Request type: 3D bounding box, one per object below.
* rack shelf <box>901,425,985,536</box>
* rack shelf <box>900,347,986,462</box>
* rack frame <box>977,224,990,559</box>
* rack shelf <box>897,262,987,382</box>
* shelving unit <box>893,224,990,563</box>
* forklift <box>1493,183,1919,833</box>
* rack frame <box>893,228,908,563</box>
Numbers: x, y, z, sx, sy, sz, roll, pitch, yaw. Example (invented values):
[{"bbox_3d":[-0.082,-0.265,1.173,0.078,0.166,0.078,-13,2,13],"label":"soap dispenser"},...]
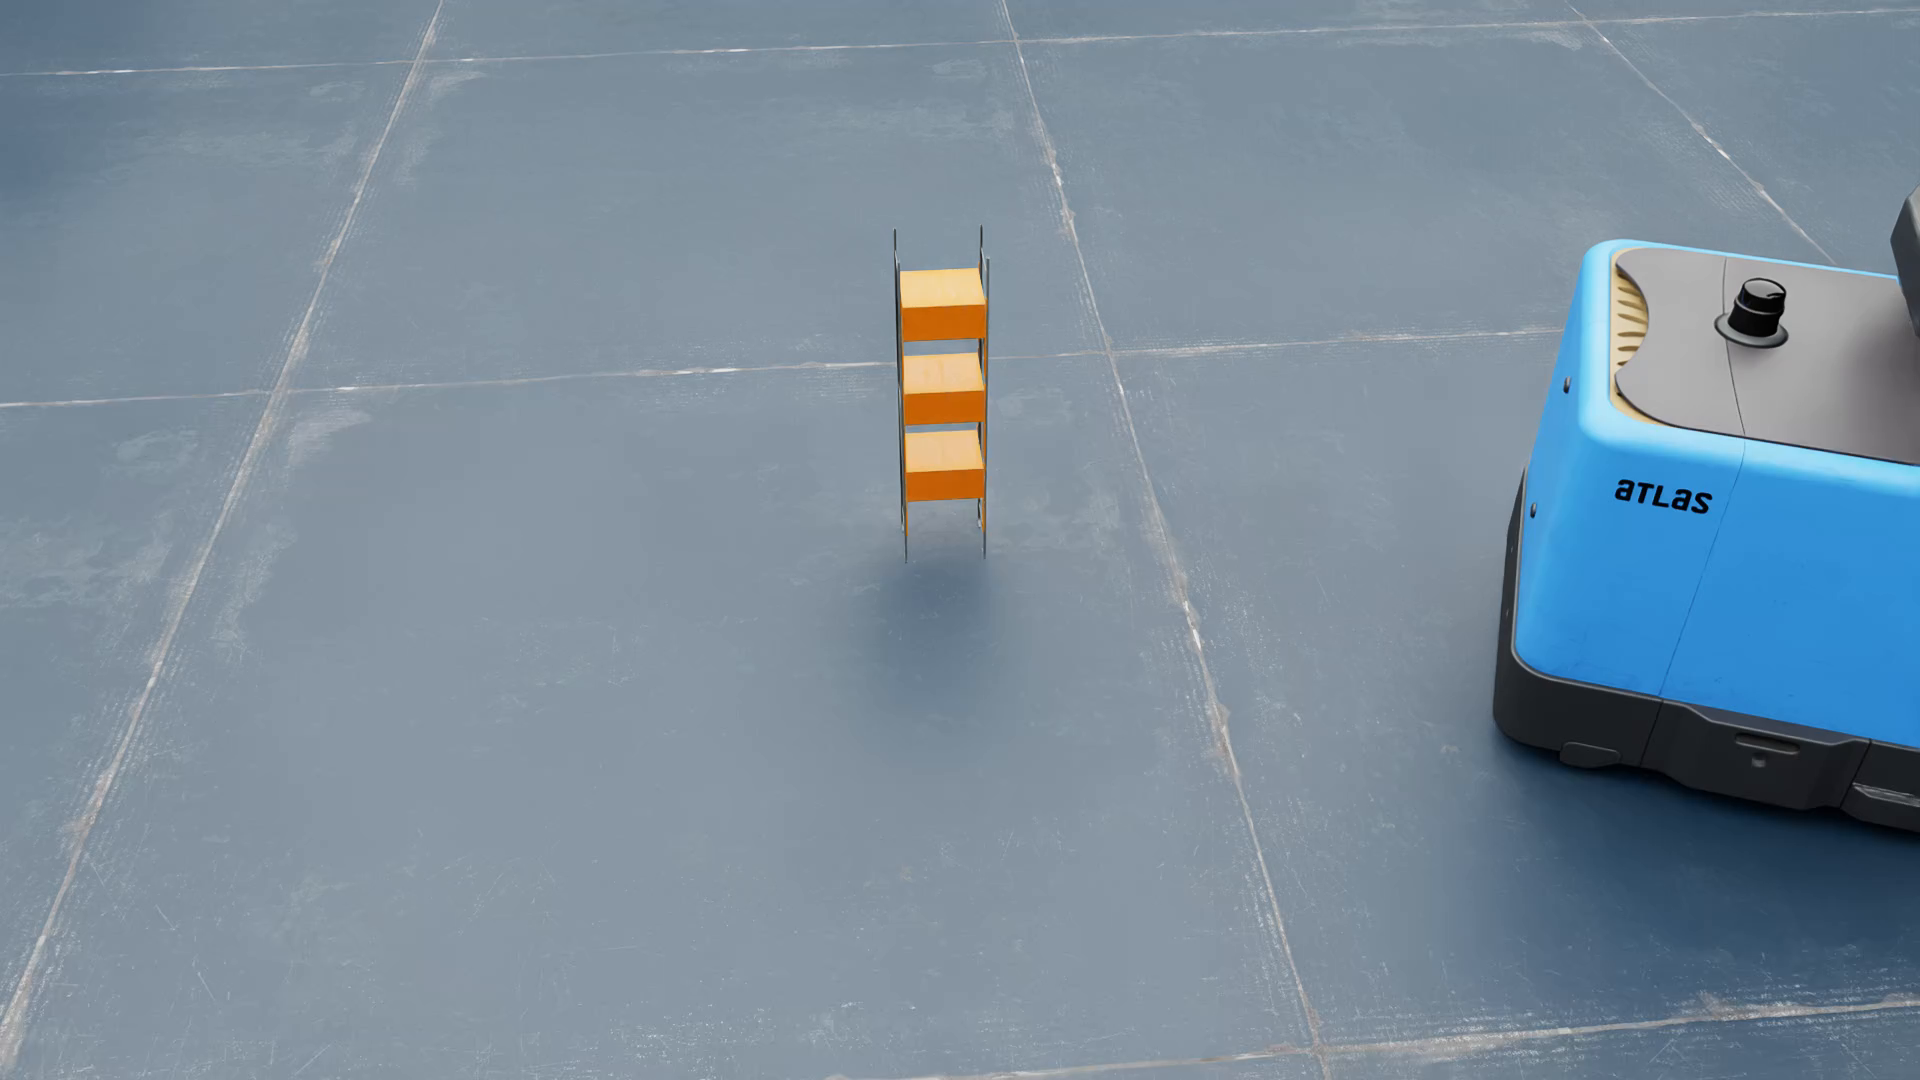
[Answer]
[{"bbox_3d":[-0.053,-0.183,5.100,0.240,0.259,0.215,-3,38,-4],"label":"rack shelf"},{"bbox_3d":[-0.053,-0.401,4.928,0.240,0.259,0.215,-3,38,-4],"label":"rack shelf"},{"bbox_3d":[0.068,-0.416,4.930,0.008,1.050,0.200,-3,38,-4],"label":"rack frame"},{"bbox_3d":[-0.053,-0.624,4.752,0.240,0.259,0.215,-3,38,-4],"label":"rack shelf"},{"bbox_3d":[-0.053,-0.409,4.921,0.252,1.050,0.215,-3,38,-4],"label":"shelving unit"},{"bbox_3d":[3.026,-0.597,3.640,3.031,2.935,1.130,11,40,13],"label":"forklift"},{"bbox_3d":[-0.175,-0.403,4.913,0.008,1.050,0.200,-3,38,-4],"label":"rack frame"}]
